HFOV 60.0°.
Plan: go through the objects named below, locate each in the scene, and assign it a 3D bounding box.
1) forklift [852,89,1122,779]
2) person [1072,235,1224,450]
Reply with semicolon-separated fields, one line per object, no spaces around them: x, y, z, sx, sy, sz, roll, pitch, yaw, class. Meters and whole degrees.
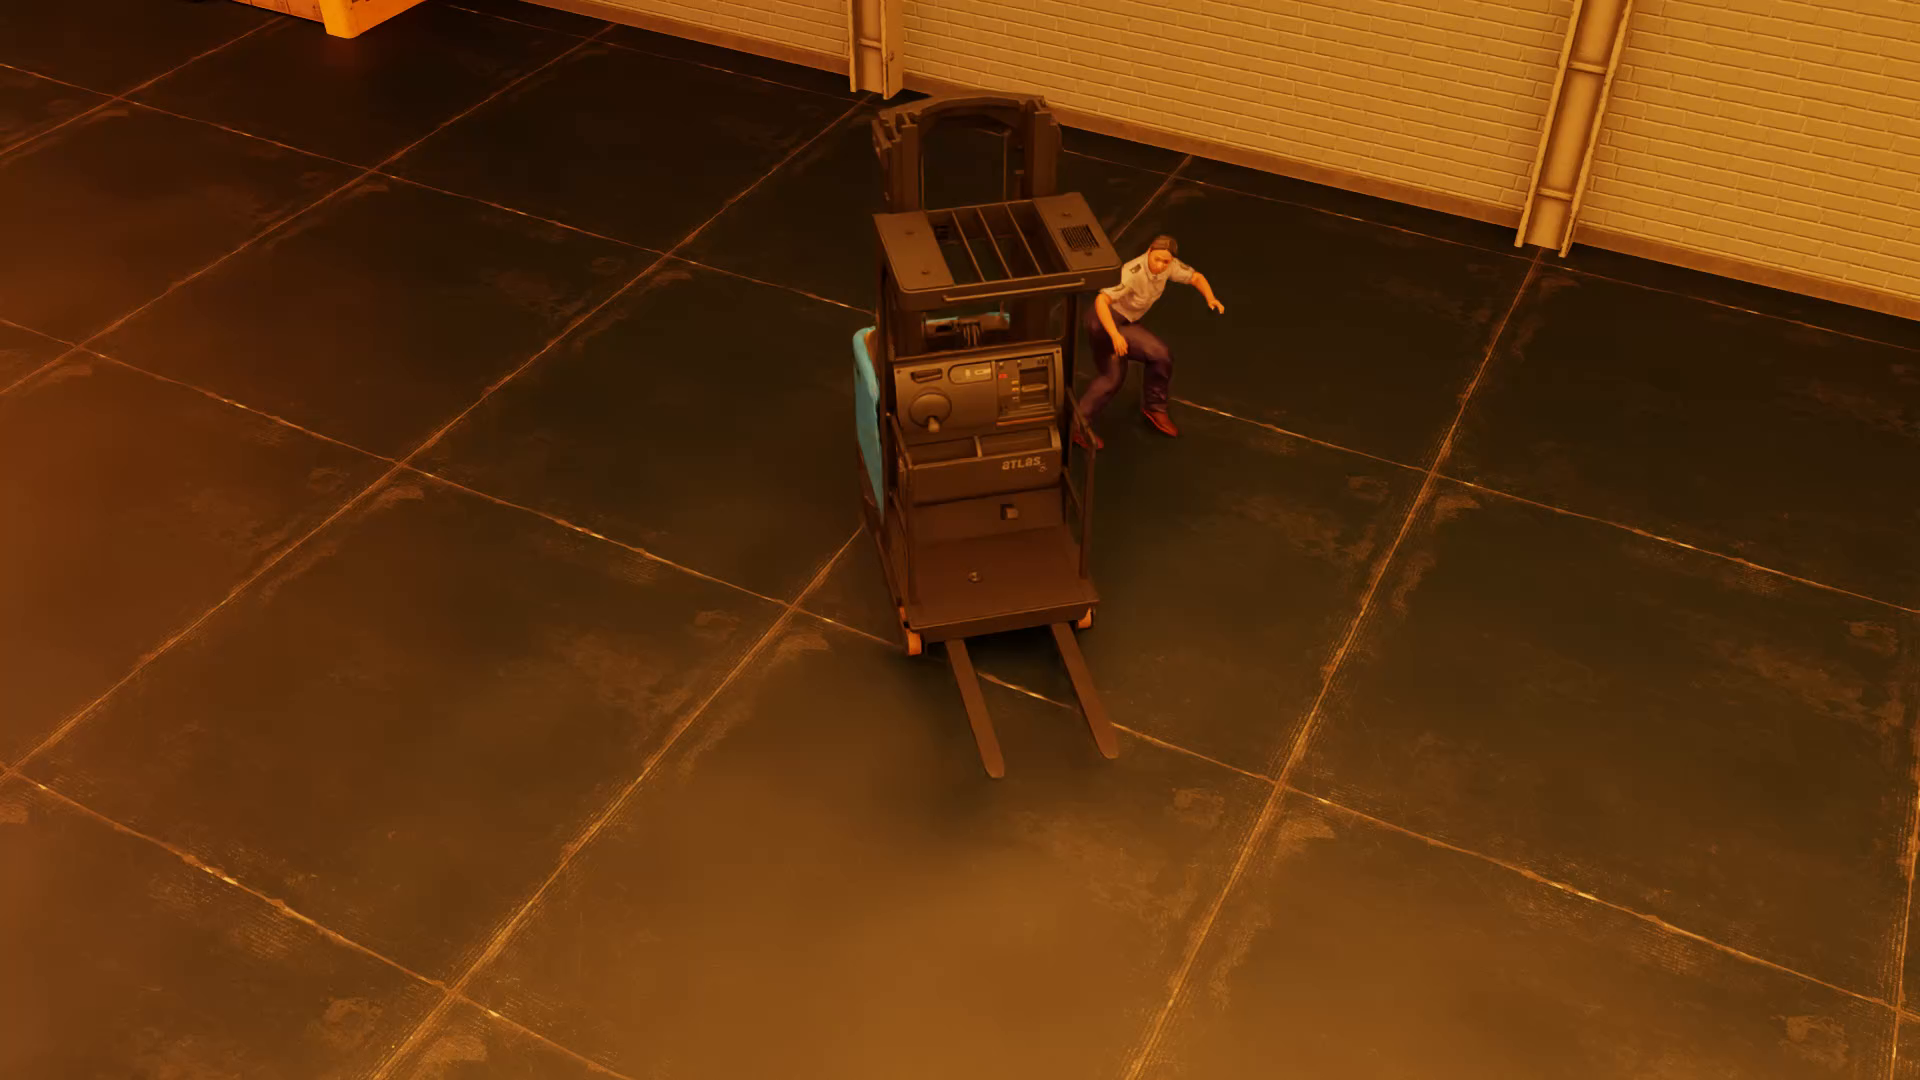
0.155;-0.734;8.857;1.130;2.935;3.031;-8;41;-10;forklift
1.187;-1.278;10.674;0.910;1.406;0.918;14;42;16;person
